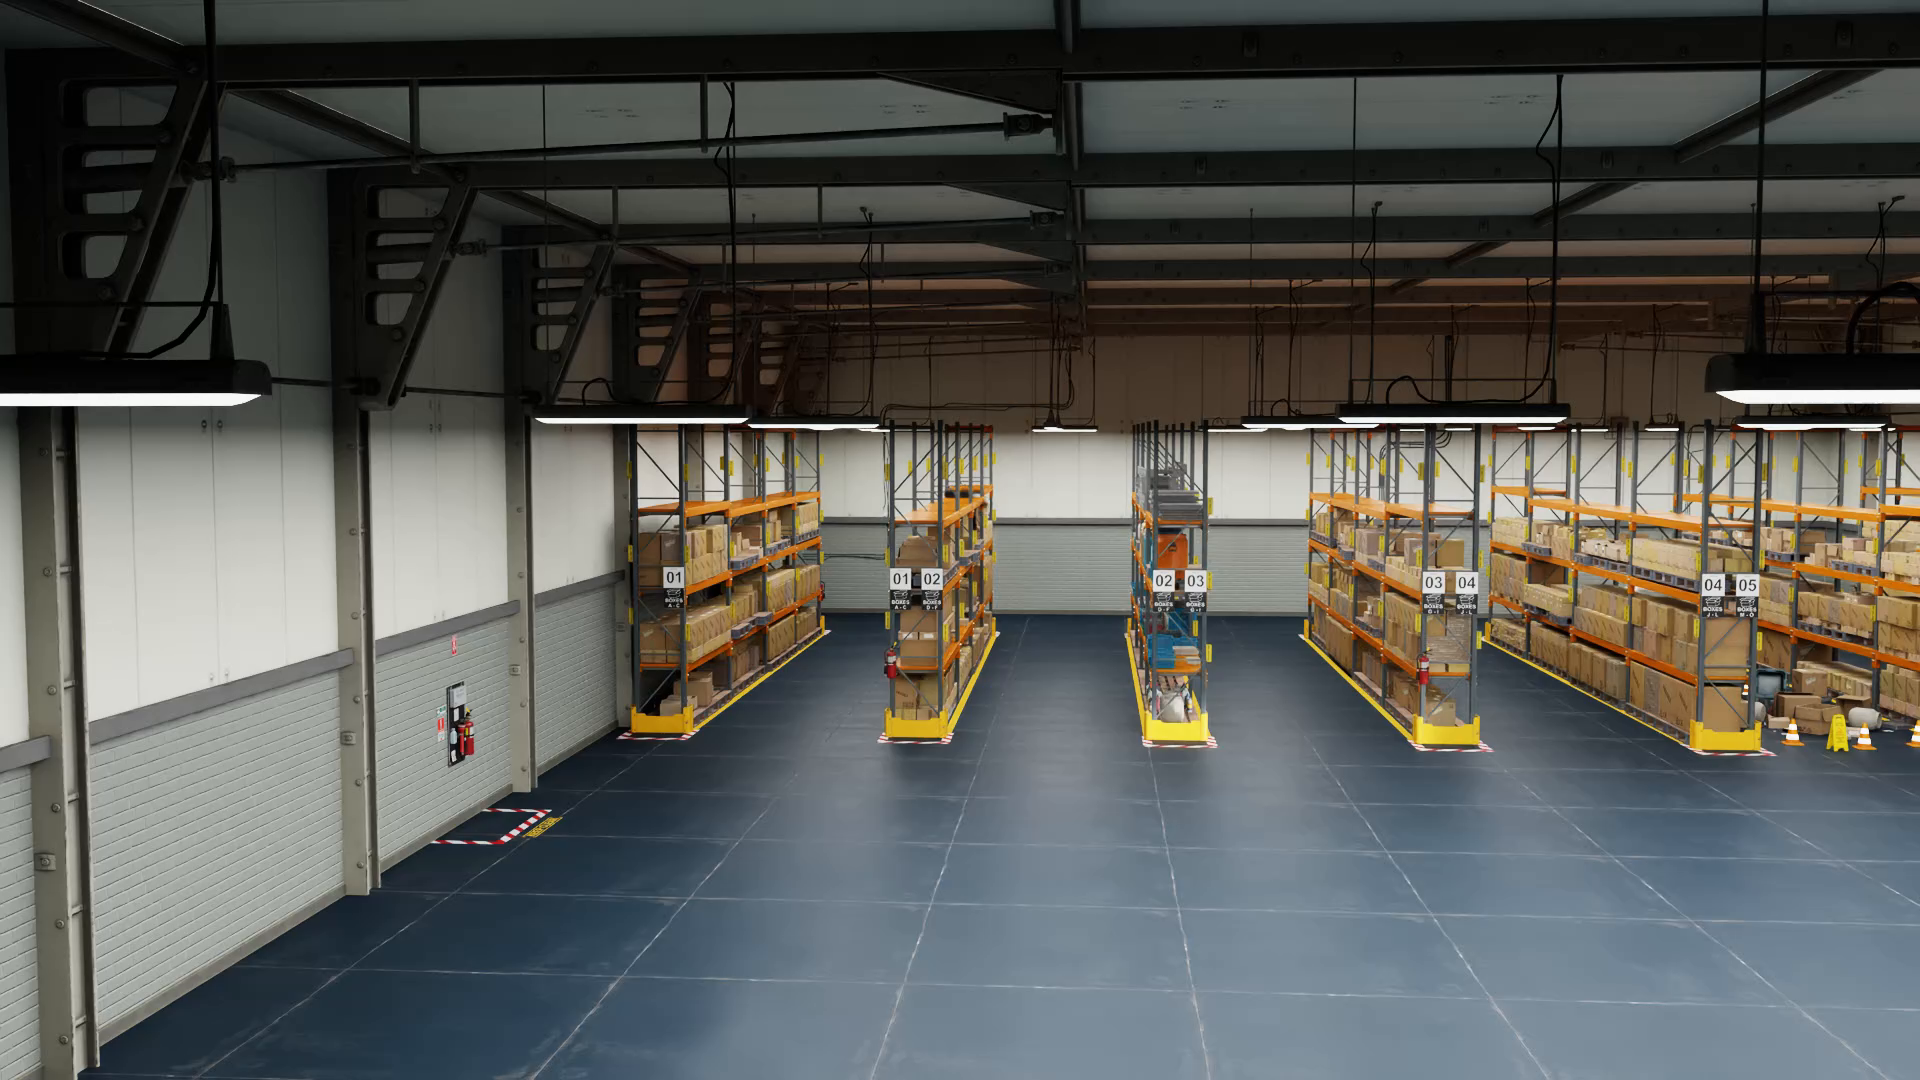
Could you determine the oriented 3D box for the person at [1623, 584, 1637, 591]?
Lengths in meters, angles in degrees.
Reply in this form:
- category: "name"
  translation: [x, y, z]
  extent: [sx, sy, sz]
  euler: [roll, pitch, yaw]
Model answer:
- category: "person"
  translation: [19.293, 1.829, 47.977]
  extent: [1.011, 1.727, 0.588]
  euler: [-1, 4, -11]
